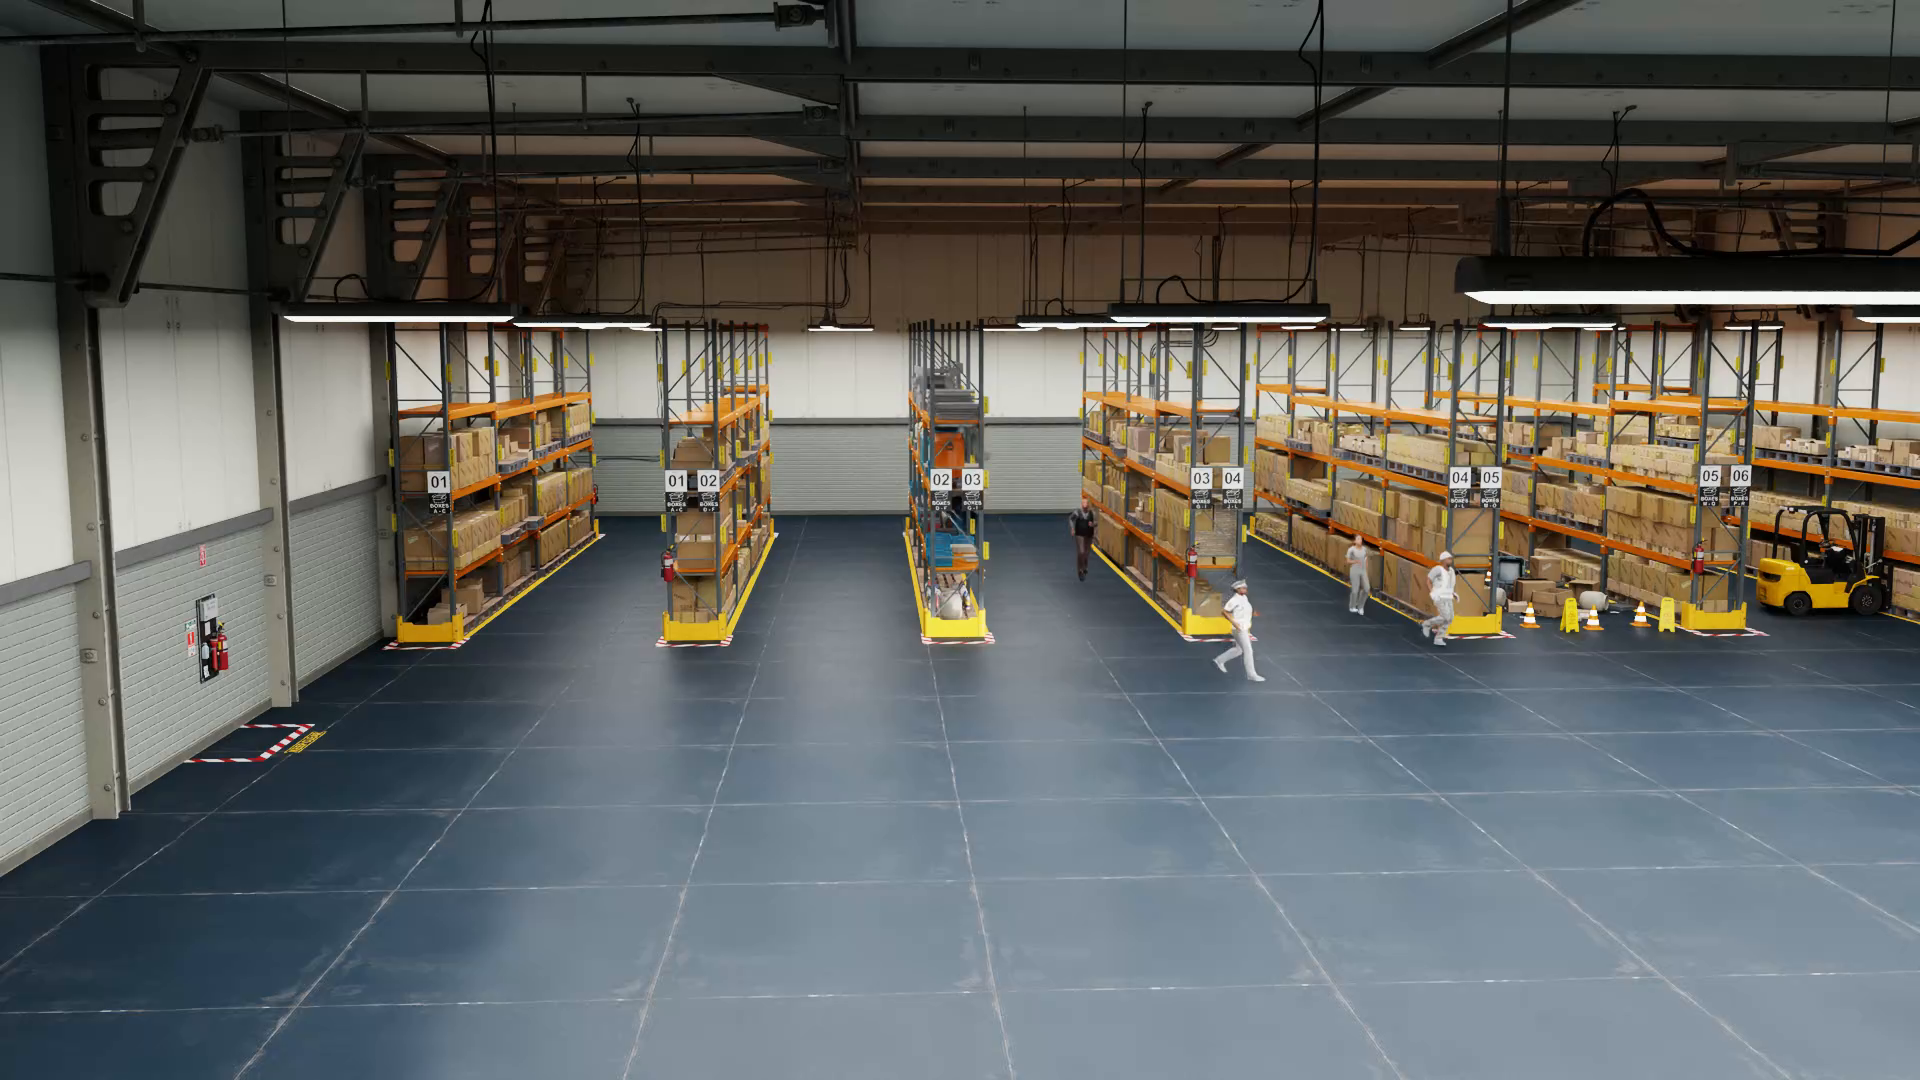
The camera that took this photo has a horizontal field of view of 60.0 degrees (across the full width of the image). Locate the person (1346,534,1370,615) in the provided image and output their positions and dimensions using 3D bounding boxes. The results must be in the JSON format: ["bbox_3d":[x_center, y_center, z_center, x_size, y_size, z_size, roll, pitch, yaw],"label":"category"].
[{"bbox_3d":[8.161,0.708,33.999,0.546,1.678,0.641,-1,7,-9],"label":"person"}]

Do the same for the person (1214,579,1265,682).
[{"bbox_3d":[4.634,1.472,27.589,0.924,1.675,0.583,4,8,28],"label":"person"}]

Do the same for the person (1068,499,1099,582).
[{"bbox_3d":[2.800,-0.010,37.440,0.624,1.839,0.728,-2,7,-13],"label":"person"}]

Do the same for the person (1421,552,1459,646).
[{"bbox_3d":[8.959,1.078,30.836,0.723,1.701,0.561,-5,9,-37],"label":"person"}]
